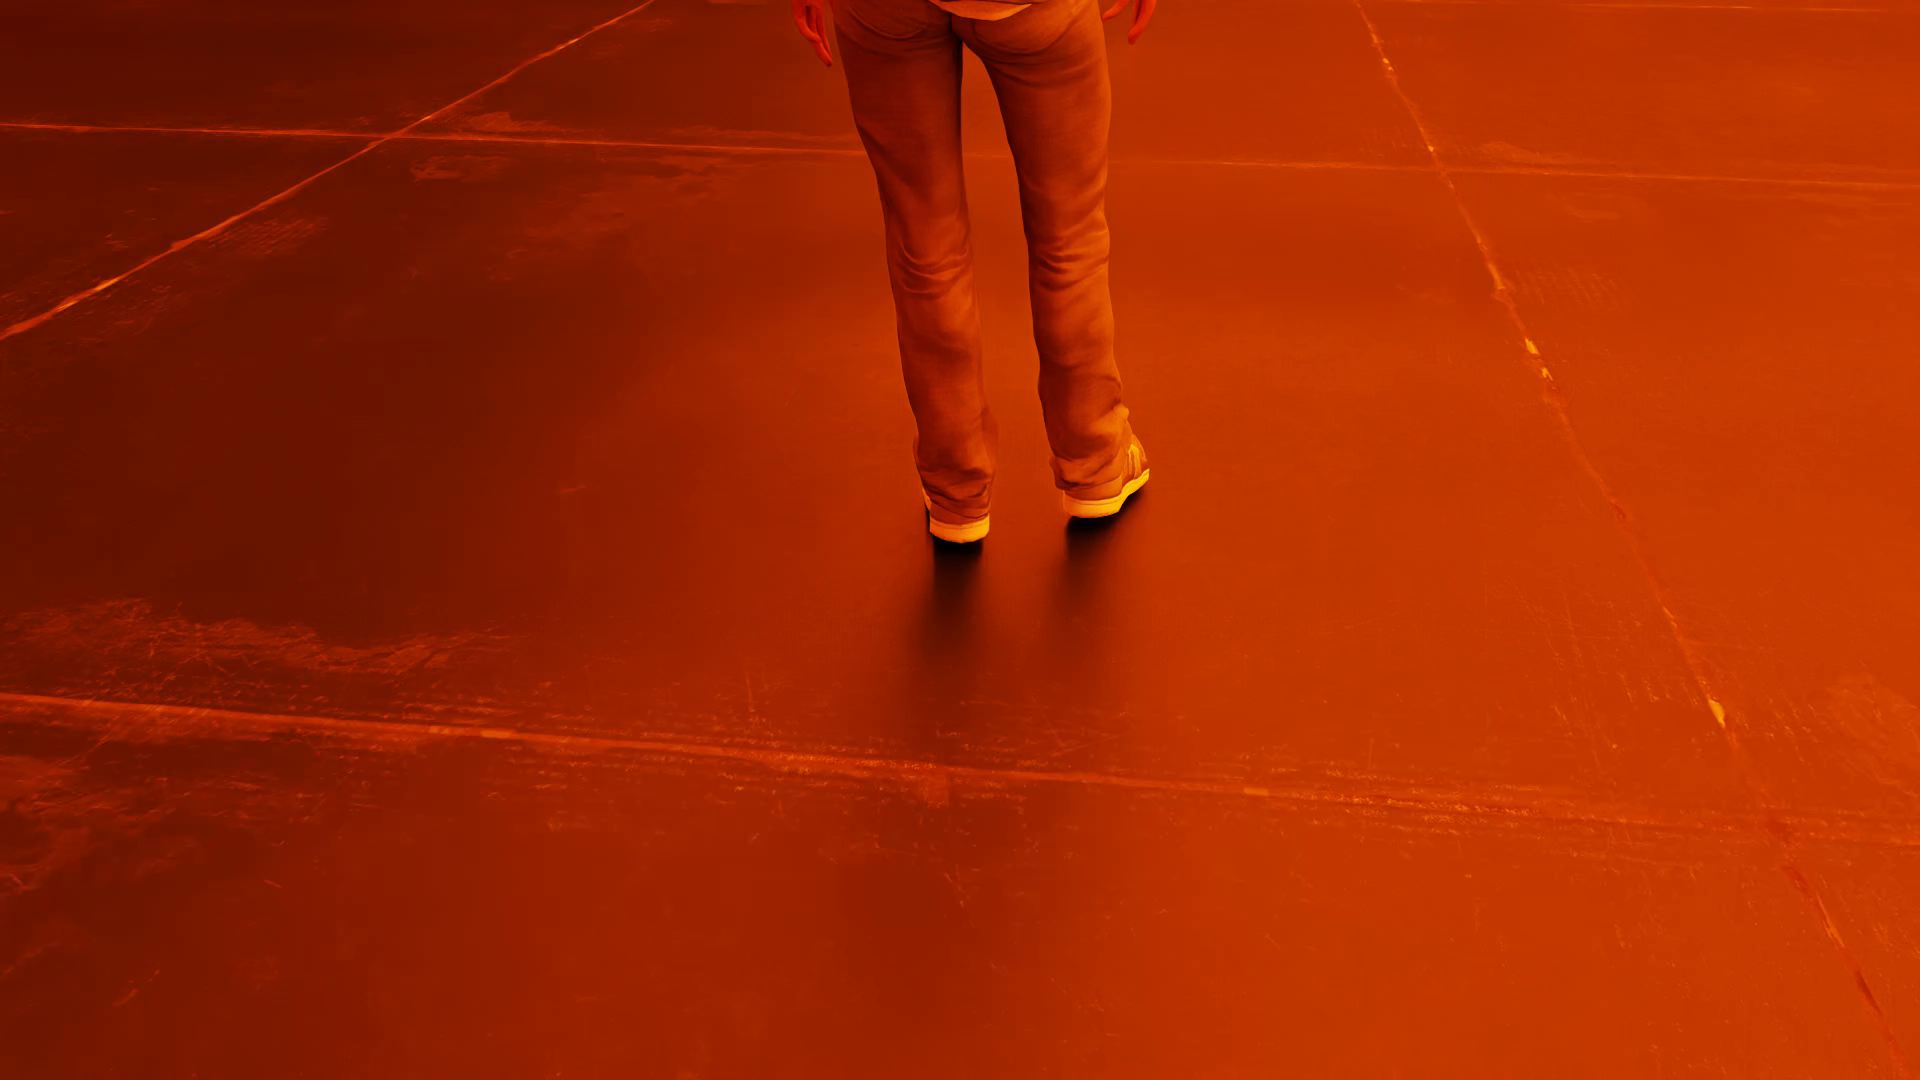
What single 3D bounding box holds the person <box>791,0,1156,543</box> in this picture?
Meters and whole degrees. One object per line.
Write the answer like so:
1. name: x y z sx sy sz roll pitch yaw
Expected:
1. person: 0.024 -0.753 2.204 0.520 1.597 0.475 3 27 7
